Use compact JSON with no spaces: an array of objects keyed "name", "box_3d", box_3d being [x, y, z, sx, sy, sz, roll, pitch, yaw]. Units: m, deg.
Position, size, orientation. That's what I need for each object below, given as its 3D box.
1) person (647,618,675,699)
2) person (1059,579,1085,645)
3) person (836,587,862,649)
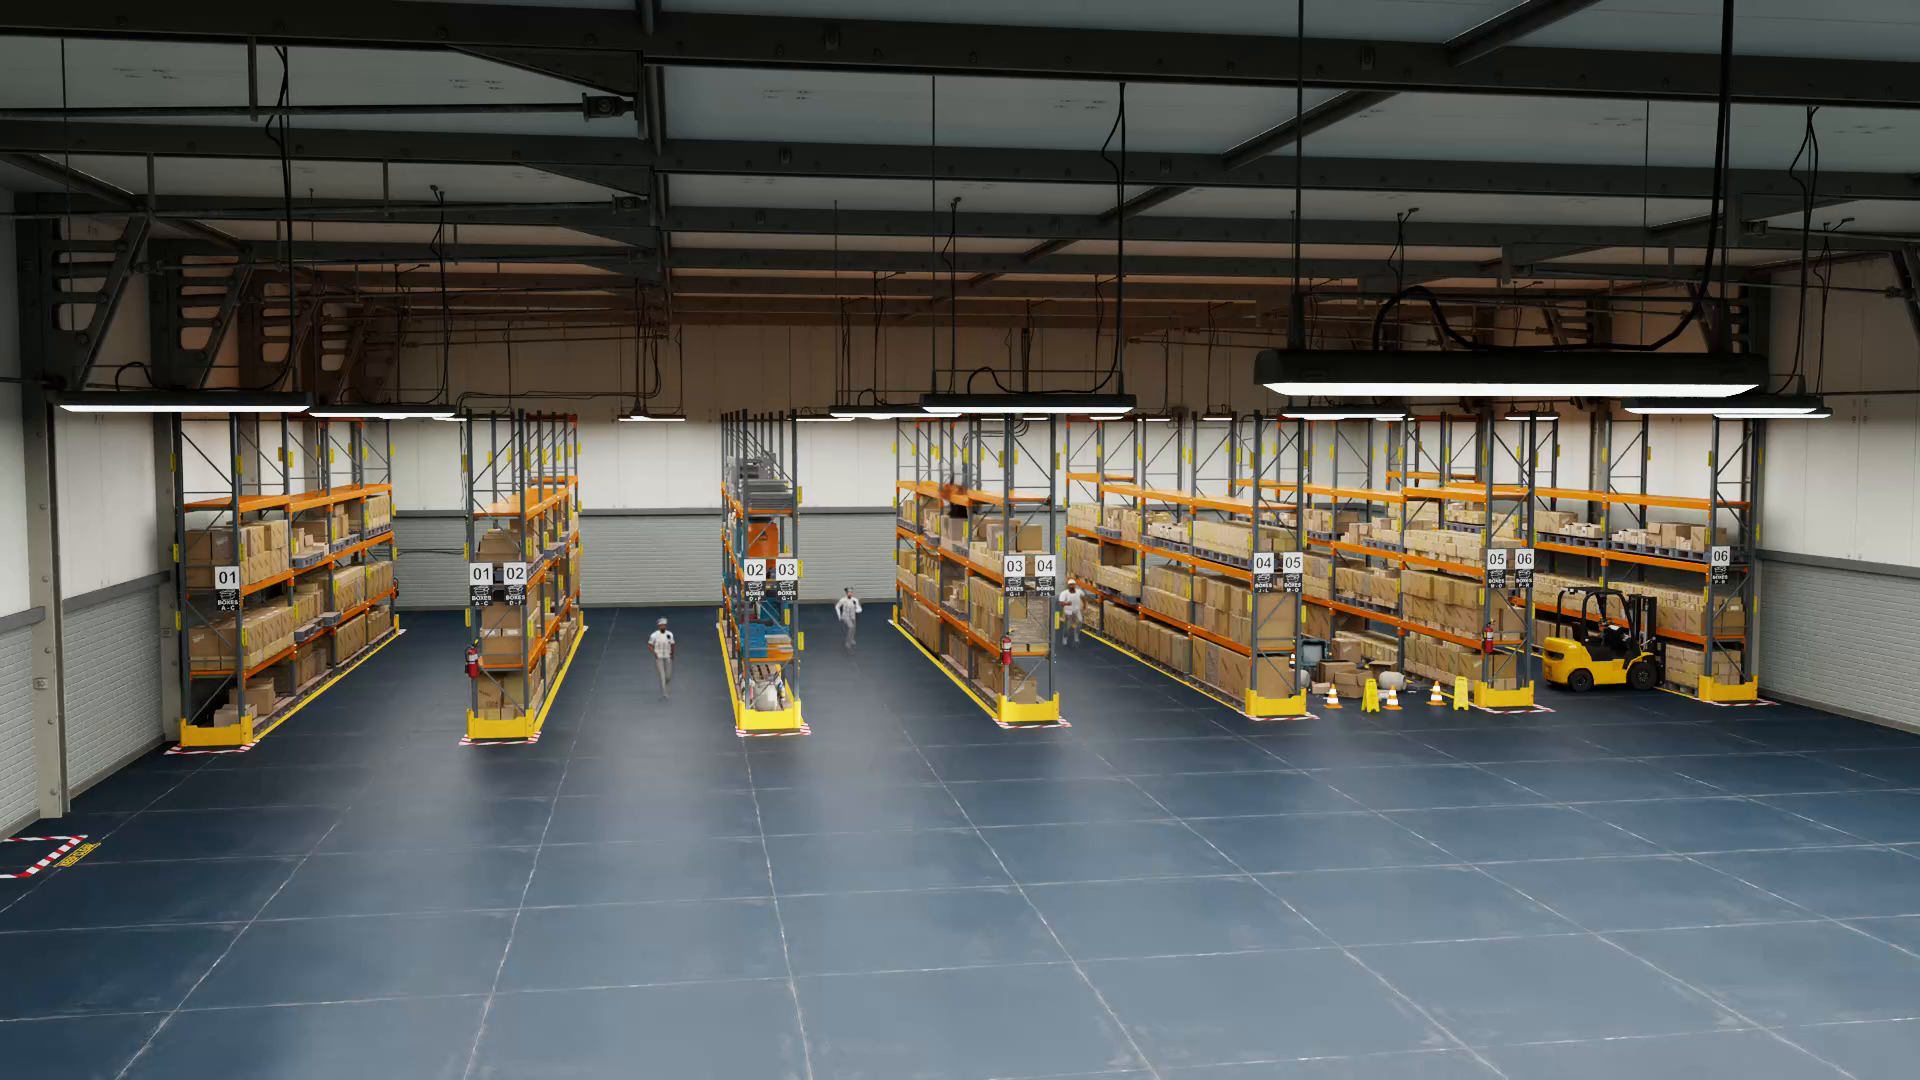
[{"name":"person","box_3d":[-6.252,2.461,34.853,0.587,1.672,0.601,-2,4,-22]},{"name":"person","box_3d":[2.860,1.845,42.356,0.712,1.725,0.951,0,4,-5]},{"name":"person","box_3d":[-2.738,1.949,41.362,0.576,1.607,0.906,-1,4,-19]}]
